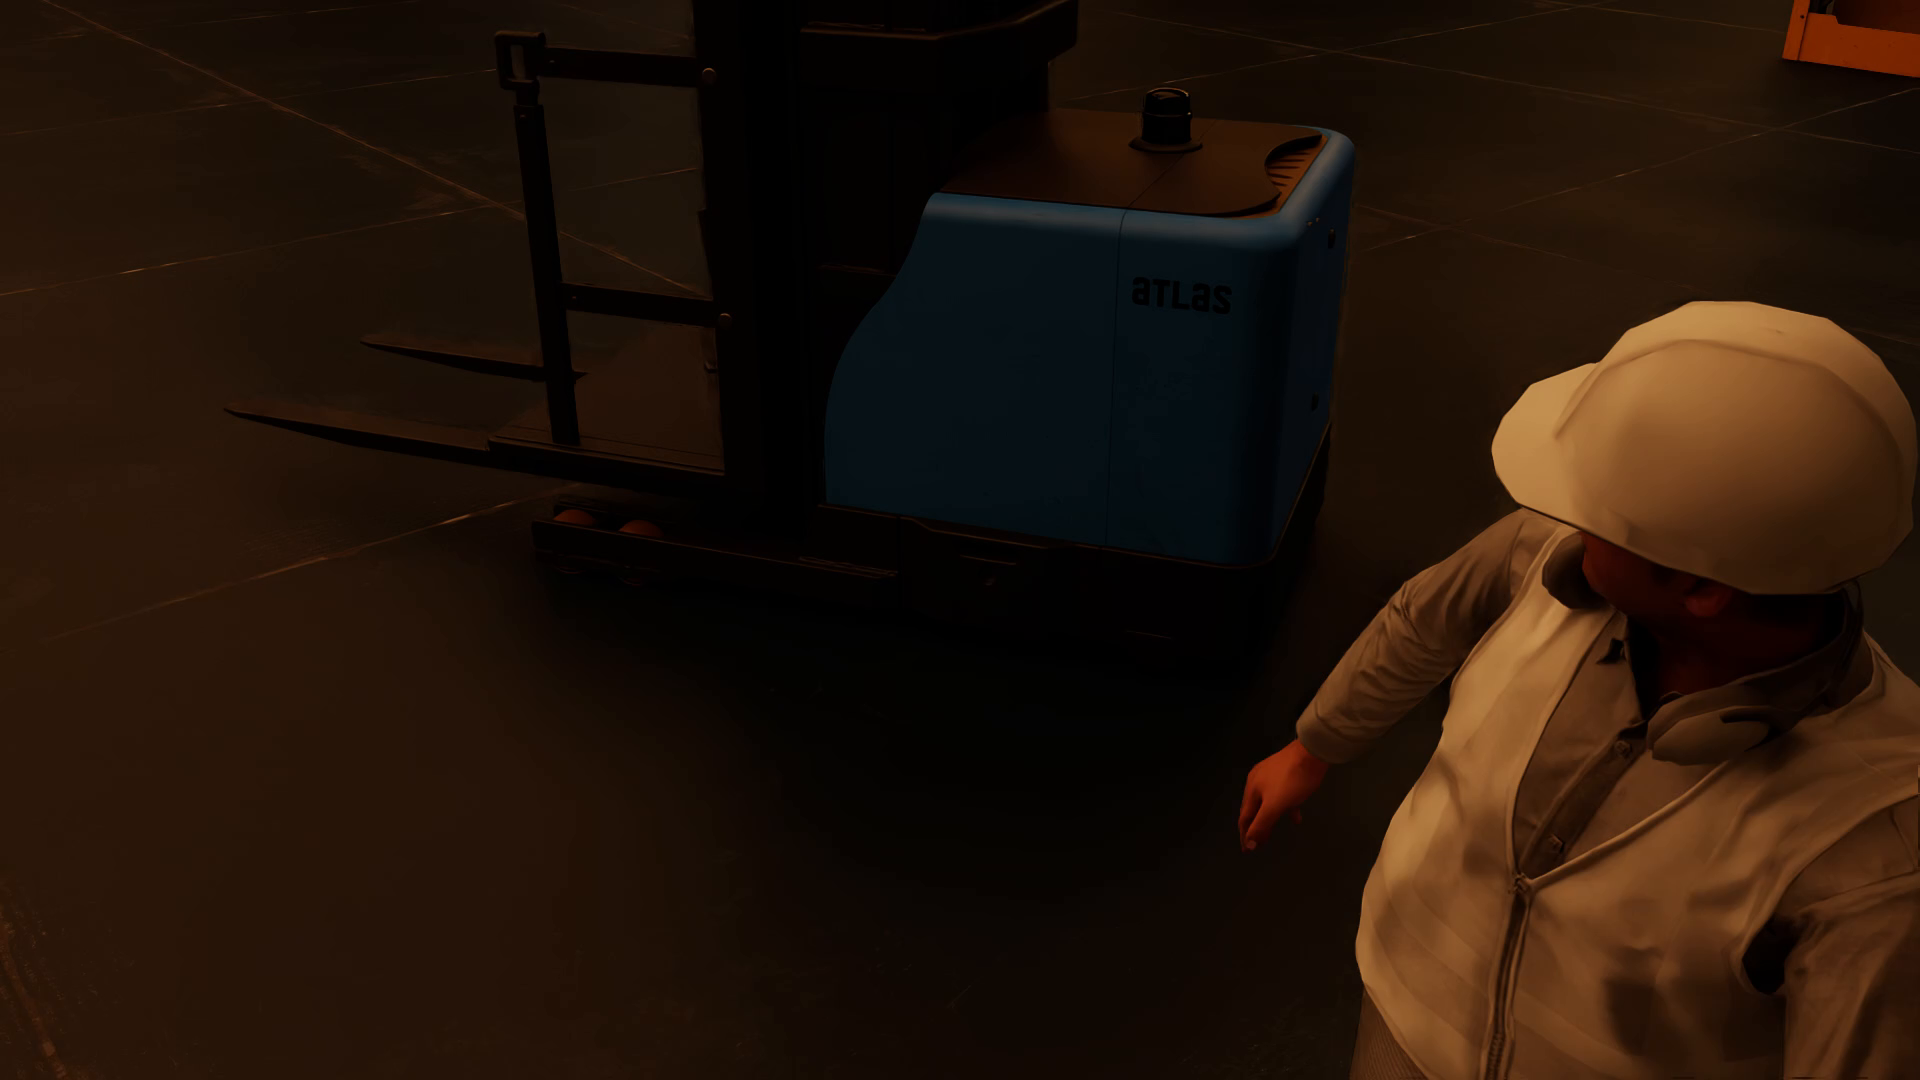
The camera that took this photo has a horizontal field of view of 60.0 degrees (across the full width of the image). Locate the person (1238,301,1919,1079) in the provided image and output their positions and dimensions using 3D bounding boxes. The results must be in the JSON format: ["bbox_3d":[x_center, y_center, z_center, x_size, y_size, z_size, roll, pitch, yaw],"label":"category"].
[{"bbox_3d":[0.485,0.530,1.624,0.788,1.644,0.797,20,33,35],"label":"person"}]

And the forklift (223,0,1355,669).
[{"bbox_3d":[-0.575,-1.404,4.033,3.031,2.935,1.130,9,28,18],"label":"forklift"}]
